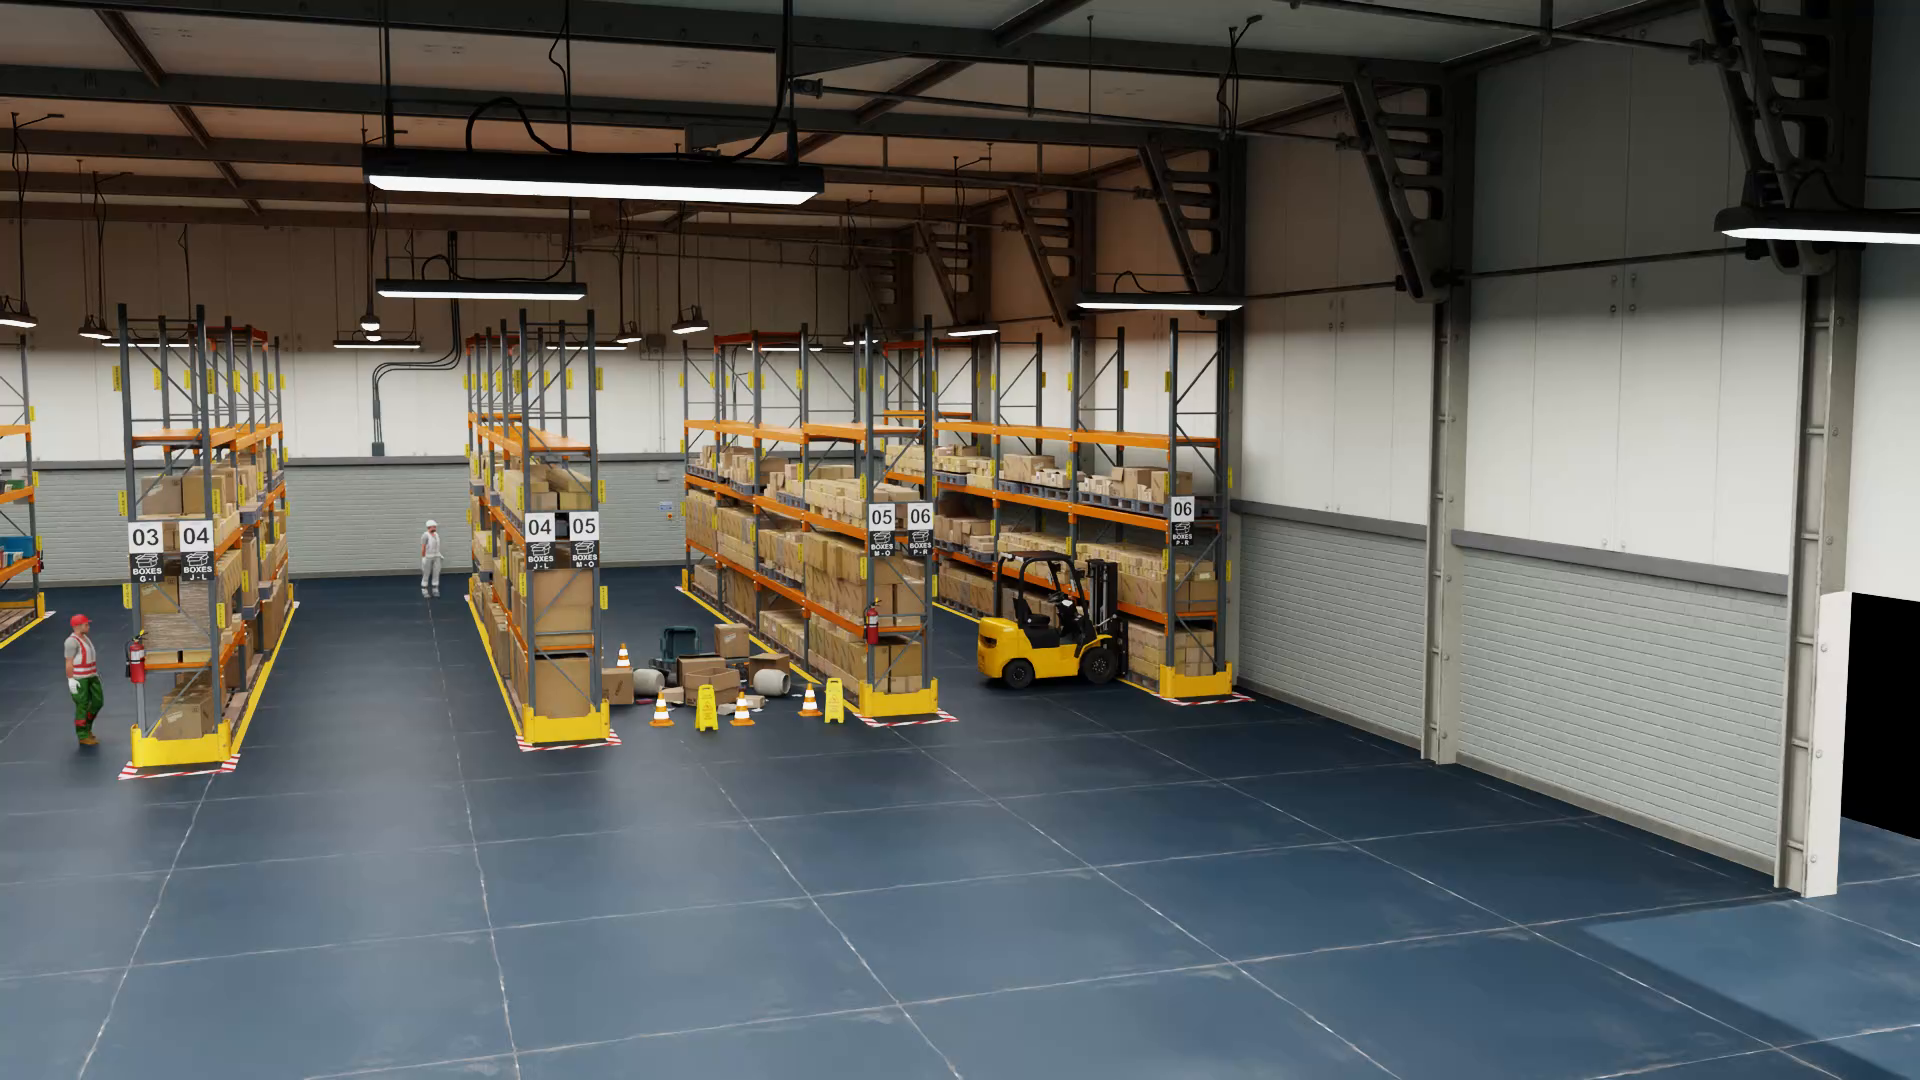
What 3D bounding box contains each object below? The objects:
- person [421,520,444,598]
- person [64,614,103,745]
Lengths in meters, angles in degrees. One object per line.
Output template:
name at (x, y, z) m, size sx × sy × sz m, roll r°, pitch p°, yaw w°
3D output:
person at (-12.306, 0.430, 38.739) m, size 0.364 × 1.801 × 0.594 m, roll 4°, pitch 7°, yaw 39°
person at (-12.186, 1.925, 23.125) m, size 0.524 × 1.795 × 0.624 m, roll 1°, pitch 5°, yaw 8°
